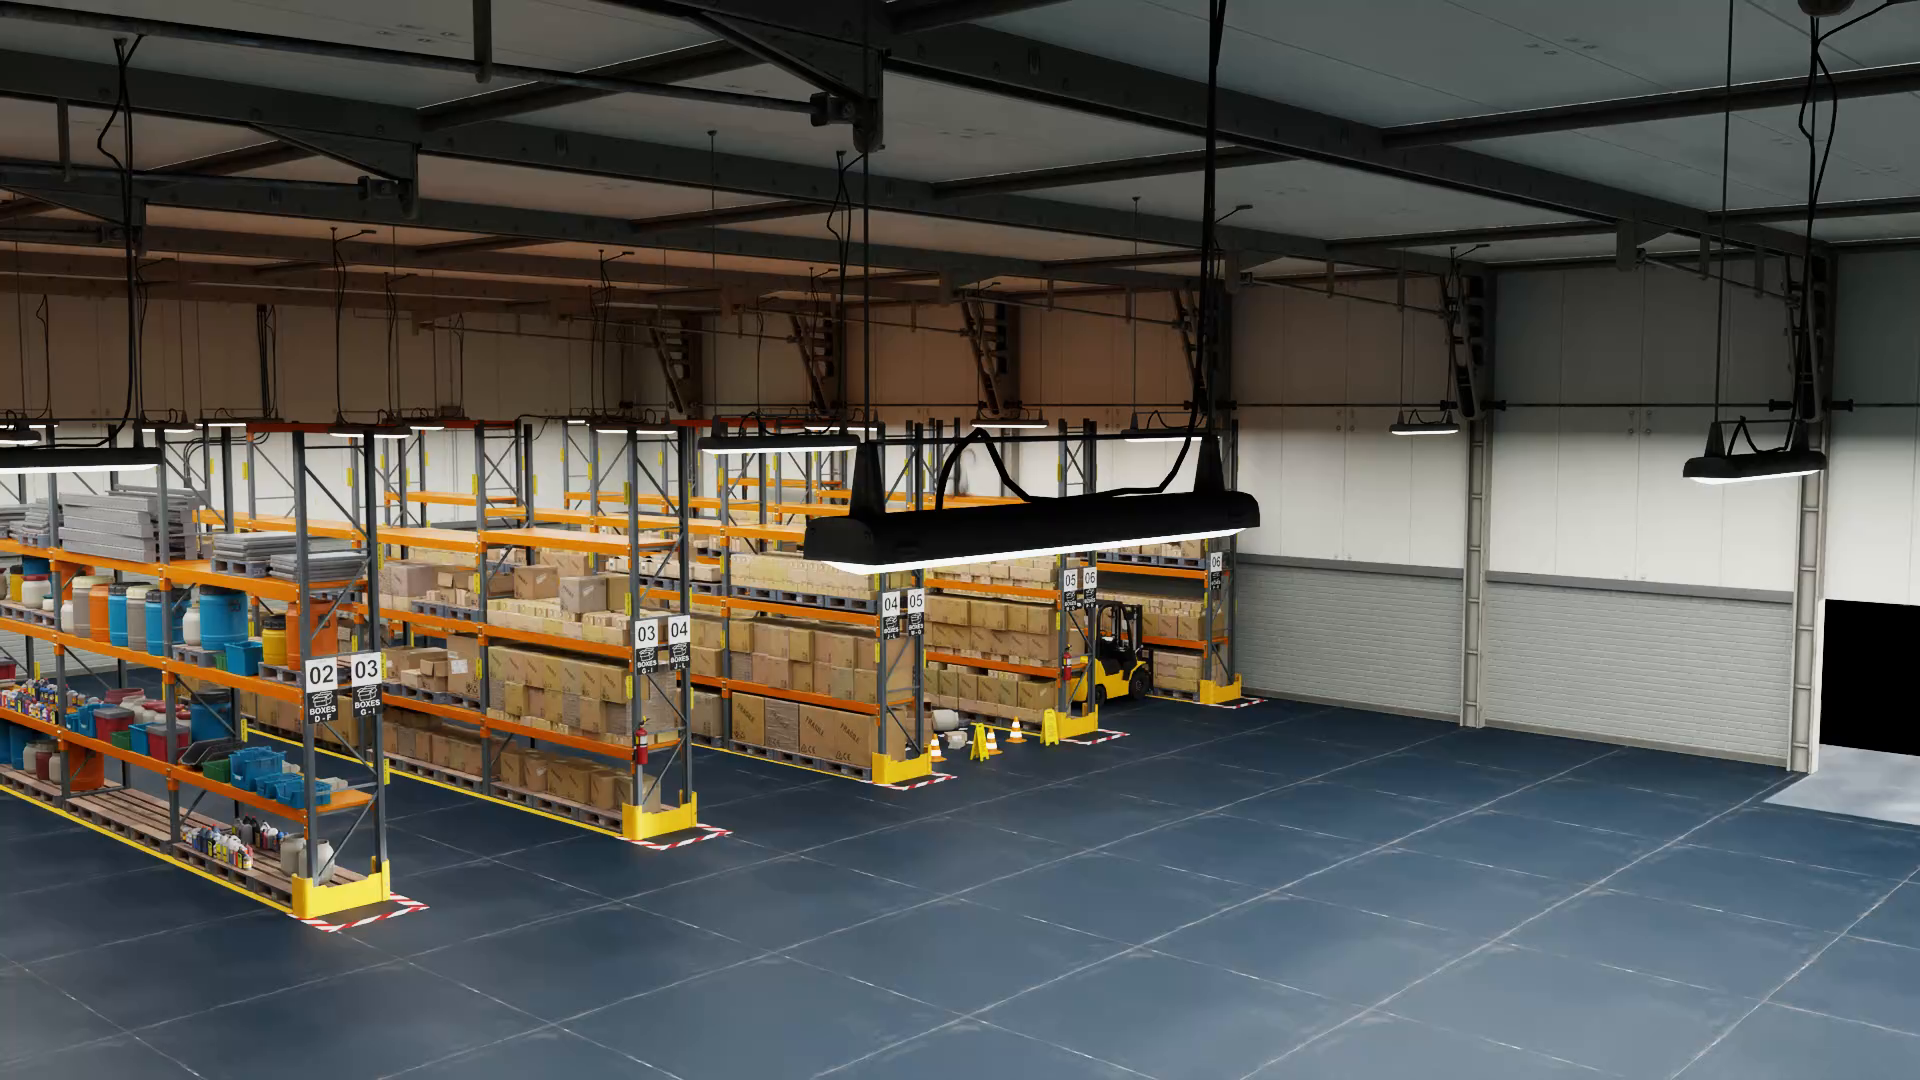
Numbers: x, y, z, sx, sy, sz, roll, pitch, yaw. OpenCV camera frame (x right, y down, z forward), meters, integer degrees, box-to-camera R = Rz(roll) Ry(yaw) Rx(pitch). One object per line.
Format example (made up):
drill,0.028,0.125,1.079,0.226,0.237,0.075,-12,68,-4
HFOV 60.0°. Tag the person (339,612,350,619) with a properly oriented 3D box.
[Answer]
person,-13.912,2.438,37.558,0.629,1.648,0.567,-1,5,-16
